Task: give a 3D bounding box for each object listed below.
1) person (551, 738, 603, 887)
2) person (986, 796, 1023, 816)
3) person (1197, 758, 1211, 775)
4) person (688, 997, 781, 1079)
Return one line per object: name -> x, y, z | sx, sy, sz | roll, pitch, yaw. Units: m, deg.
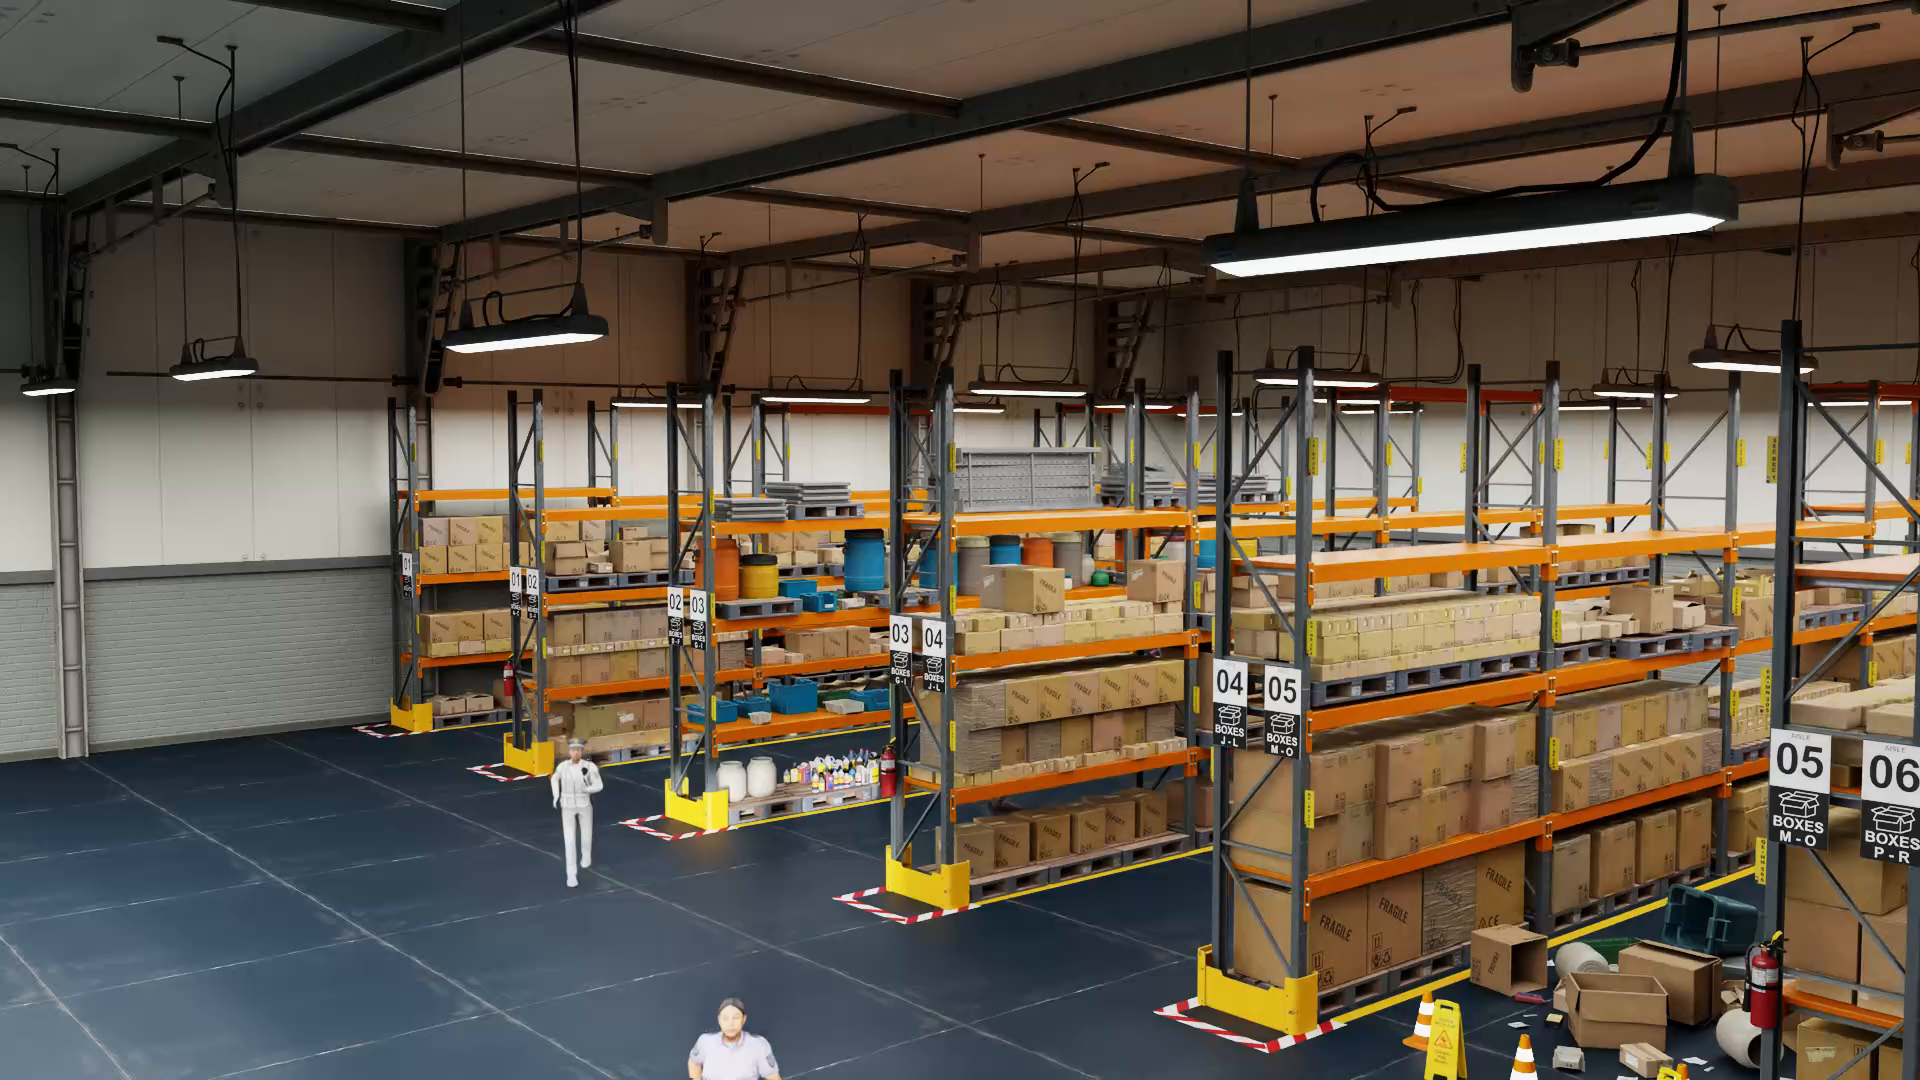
person -> -4.522, 3.156, 19.623 | 0.617, 1.675, 0.923 | -1, 3, -10
person -> 0.558, 3.057, 21.764 | 0.599, 1.680, 0.692 | -3, 4, -38
person -> 3.568, 2.872, 24.236 | 0.563, 1.809, 0.838 | 2, 4, 35
person -> -1.430, 3.710, 10.508 | 0.601, 1.657, 0.826 | 0, 3, -4
